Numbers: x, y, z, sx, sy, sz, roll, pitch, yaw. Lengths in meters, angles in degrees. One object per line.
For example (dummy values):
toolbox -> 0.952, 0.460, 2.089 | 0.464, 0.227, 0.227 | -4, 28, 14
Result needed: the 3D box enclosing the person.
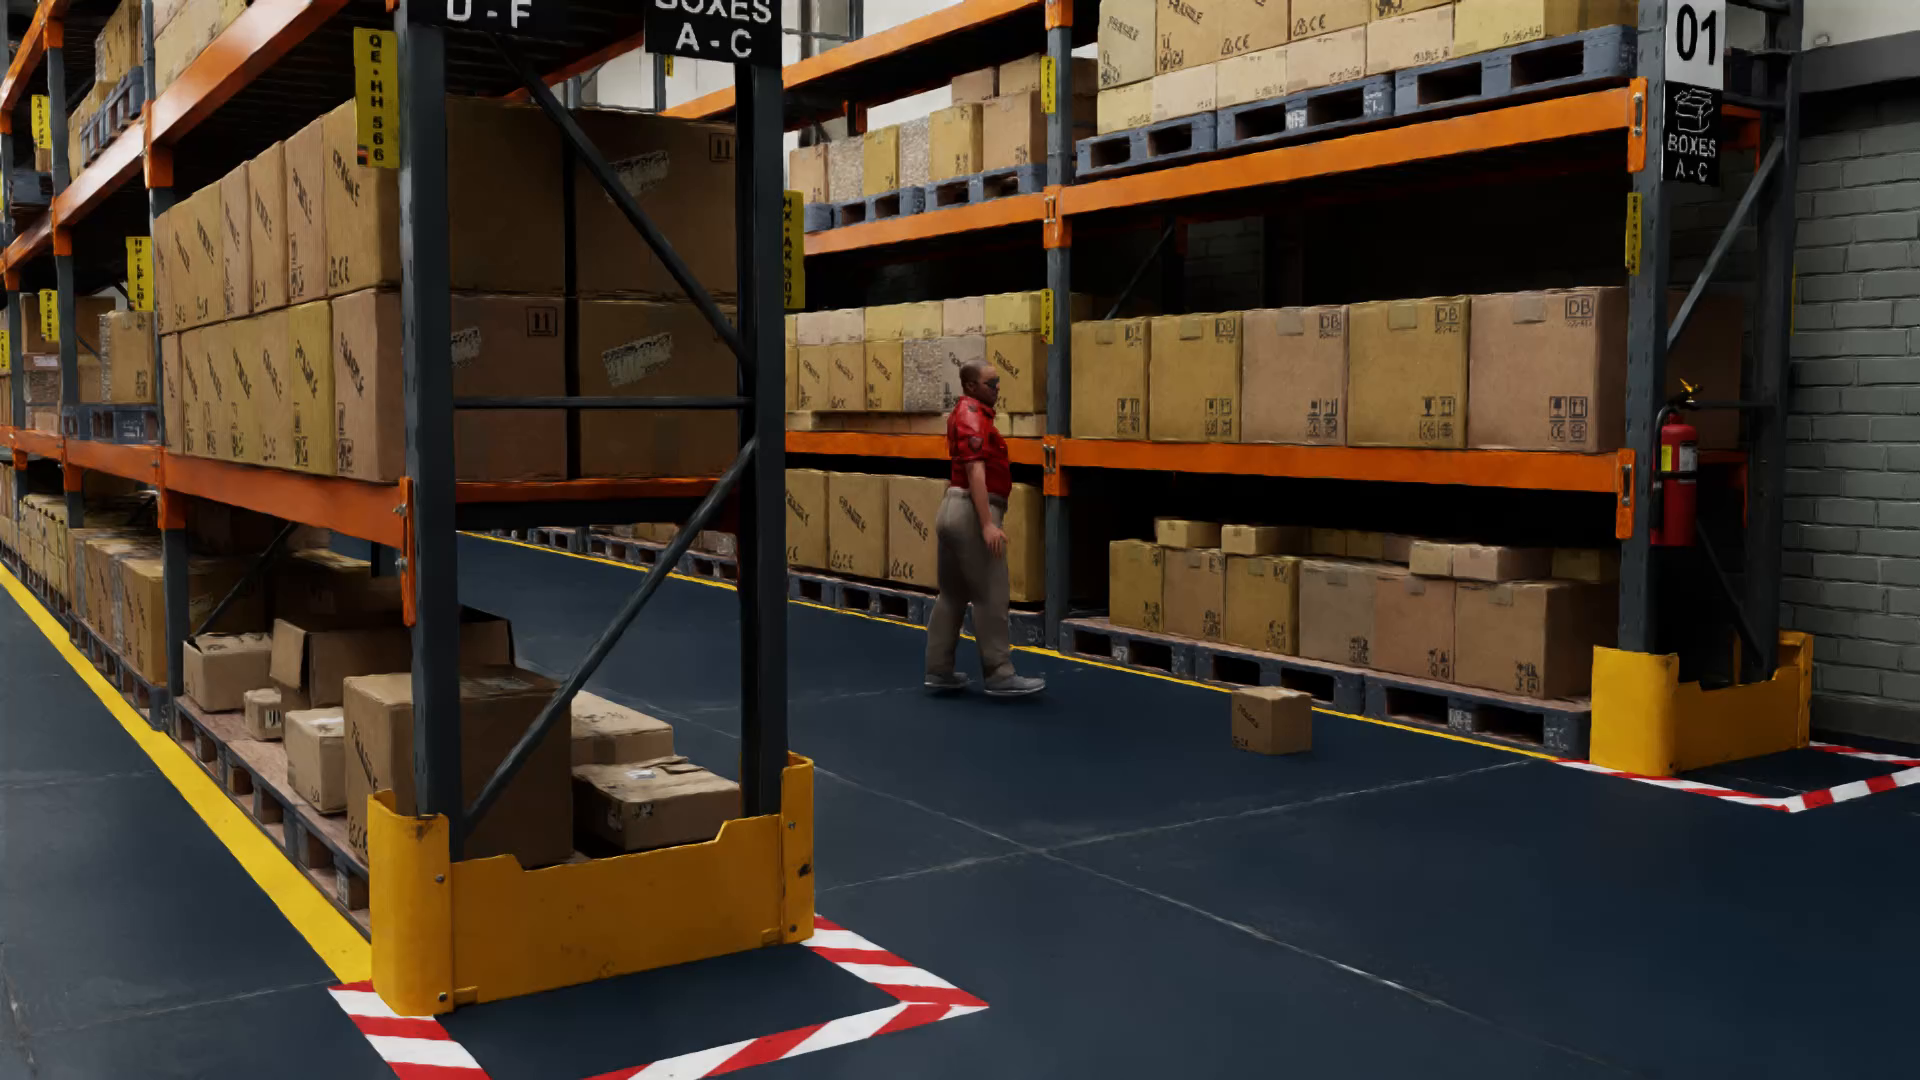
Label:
person -> 0.133, -0.070, 8.511 | 0.585, 1.724, 0.652 | -1, 5, -14
